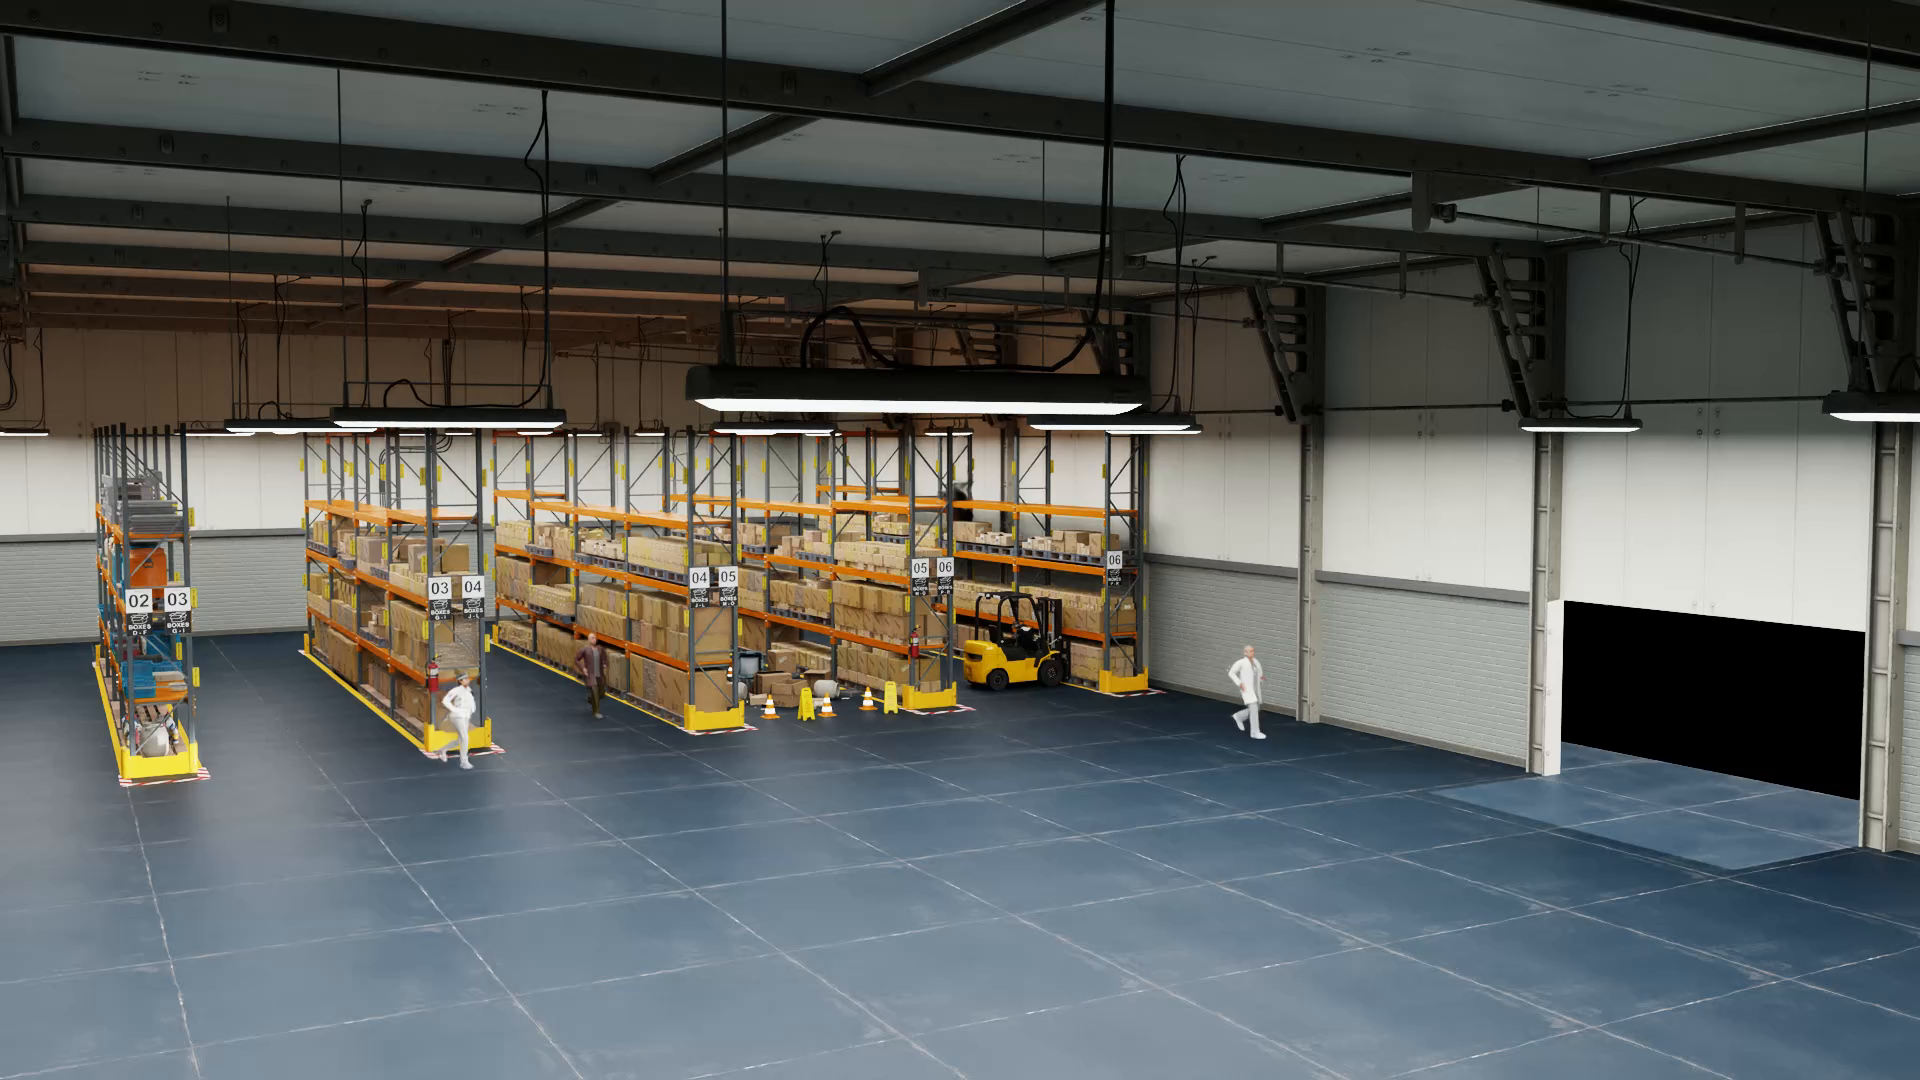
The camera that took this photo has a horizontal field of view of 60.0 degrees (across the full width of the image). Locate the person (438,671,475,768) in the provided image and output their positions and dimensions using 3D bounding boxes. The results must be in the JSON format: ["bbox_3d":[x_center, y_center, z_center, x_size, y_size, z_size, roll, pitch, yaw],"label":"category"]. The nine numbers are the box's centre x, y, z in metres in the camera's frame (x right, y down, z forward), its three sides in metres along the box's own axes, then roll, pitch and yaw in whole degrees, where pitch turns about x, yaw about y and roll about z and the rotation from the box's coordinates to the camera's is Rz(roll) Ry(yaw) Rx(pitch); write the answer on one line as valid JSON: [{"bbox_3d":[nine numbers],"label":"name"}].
[{"bbox_3d":[-8.788,3.140,29.223,0.805,1.686,0.659,2,4,25],"label":"person"}]

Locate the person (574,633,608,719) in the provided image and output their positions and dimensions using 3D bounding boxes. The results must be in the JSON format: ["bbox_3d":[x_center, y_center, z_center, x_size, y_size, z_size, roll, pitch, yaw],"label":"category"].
[{"bbox_3d":[-7.549,2.825,34.164,0.715,1.653,0.826,-3,4,-39],"label":"person"}]

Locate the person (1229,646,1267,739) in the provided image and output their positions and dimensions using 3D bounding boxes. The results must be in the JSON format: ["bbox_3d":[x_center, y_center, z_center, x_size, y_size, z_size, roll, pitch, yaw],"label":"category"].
[{"bbox_3d":[5.551,2.907,31.955,0.720,1.751,0.963,-2,4,-35],"label":"person"}]
